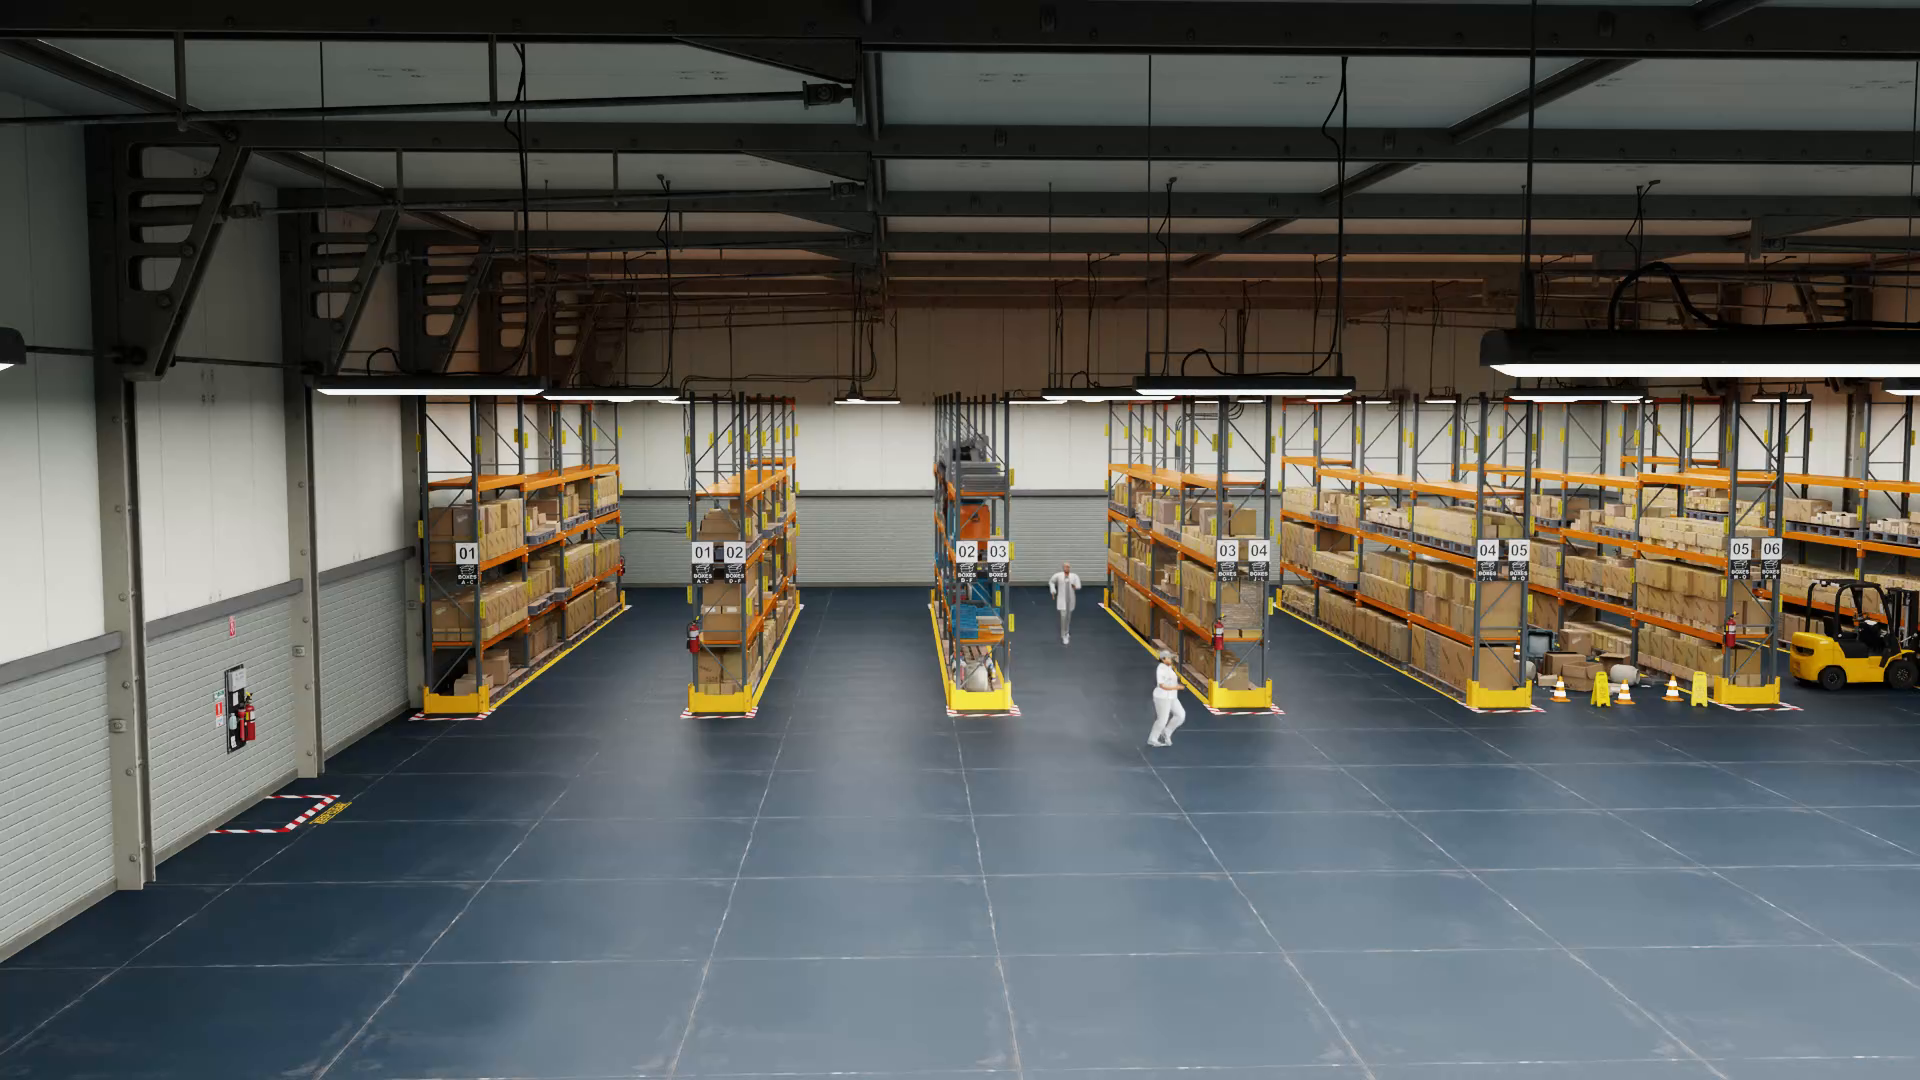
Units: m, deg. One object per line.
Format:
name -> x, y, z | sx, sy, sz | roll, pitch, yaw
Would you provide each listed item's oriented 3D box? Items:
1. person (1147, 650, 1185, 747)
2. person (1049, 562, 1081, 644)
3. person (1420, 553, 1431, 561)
person -> 3.470, 2.664, 27.873 | 0.643, 1.648, 0.579 | 2, 5, 28
person -> 2.467, 1.464, 38.673 | 0.681, 1.812, 0.855 | -1, 5, -13
person -> 13.775, 0.978, 49.012 | 0.687, 1.647, 0.562 | 0, 5, -3
